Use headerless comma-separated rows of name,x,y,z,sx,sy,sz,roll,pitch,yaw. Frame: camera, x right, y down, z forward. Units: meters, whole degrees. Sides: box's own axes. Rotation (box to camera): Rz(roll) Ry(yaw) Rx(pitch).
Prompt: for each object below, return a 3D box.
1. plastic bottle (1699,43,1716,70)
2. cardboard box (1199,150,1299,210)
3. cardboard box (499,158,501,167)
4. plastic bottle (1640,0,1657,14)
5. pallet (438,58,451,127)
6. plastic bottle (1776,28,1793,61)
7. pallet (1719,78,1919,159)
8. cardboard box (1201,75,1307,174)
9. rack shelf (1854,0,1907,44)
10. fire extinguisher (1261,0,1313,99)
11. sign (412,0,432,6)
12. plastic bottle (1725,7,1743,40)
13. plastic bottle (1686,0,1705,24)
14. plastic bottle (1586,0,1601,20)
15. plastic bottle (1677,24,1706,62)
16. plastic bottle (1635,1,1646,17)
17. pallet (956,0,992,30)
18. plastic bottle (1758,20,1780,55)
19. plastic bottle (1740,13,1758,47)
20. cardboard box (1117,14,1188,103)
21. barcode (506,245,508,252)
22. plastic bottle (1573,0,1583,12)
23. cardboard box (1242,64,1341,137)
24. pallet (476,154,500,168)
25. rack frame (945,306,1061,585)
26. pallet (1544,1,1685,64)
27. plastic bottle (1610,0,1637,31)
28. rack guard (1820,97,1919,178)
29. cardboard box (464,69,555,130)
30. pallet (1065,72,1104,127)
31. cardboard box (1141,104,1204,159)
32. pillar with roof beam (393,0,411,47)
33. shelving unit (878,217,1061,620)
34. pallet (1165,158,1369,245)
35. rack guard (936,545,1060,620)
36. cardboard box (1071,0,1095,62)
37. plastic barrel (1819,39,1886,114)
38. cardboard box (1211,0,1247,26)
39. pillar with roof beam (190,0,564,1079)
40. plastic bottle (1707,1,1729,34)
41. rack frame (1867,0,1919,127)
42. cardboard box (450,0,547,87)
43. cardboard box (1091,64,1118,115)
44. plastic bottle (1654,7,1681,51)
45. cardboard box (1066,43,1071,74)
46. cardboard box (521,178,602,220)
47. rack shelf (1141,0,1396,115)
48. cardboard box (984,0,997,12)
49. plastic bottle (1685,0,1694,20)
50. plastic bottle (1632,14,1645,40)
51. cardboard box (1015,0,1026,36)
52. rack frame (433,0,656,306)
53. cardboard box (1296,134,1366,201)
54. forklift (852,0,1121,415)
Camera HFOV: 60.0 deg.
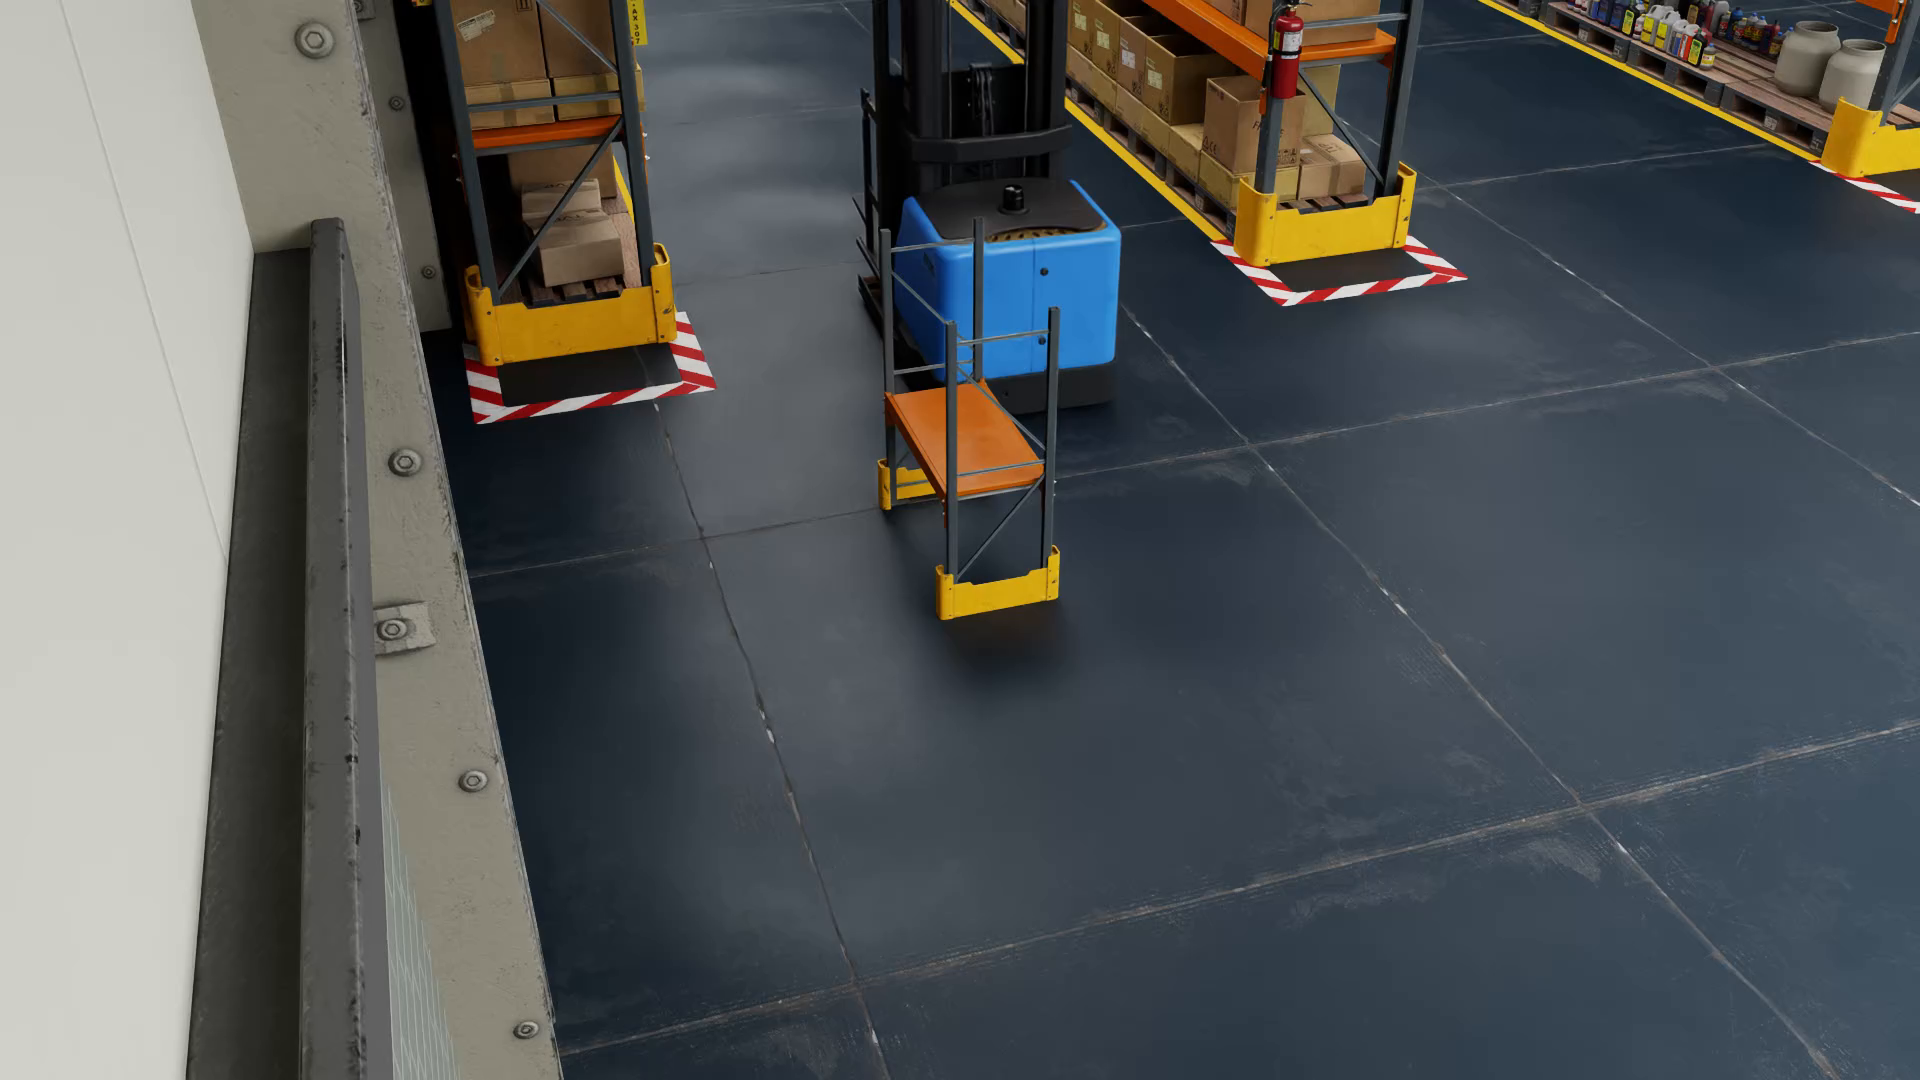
plastic bottle,6.168,-3.986,13.701,0.097,0.201,0.097,0,33,0
cardboard box,1.982,-2.508,11.438,0.500,0.250,0.500,-10,35,-15
cardboard box,-3.041,-2.665,11.749,0.380,0.149,0.250,-13,36,-19
plastic bottle,6.259,-4.944,15.015,0.144,0.351,0.185,-10,35,-15
pallet,-3.749,-3.759,13.747,1.003,0.211,1.213,-10,35,-15
plastic bottle,6.889,-4.129,13.854,0.097,0.271,0.097,0,33,0
pallet,6.835,-3.376,13.167,1.003,0.211,1.213,-10,35,-15
cardboard box,1.980,-2.821,11.231,0.500,0.500,0.500,-10,35,-15
rack shelf,6.535,-4.829,13.490,1.077,0.370,4.000,-10,35,-15
fire extinguisher,2.021,-3.076,10.254,0.296,0.674,0.183,-10,35,-15
sign,-2.824,-2.946,8.650,0.100,0.325,0.005,-10,35,-15
plastic bottle,6.692,-4.468,14.366,0.097,0.271,0.097,0,33,0
plastic bottle,6.463,-4.639,14.615,0.061,0.283,0.133,-10,35,-15
plastic bottle,5.730,-4.821,14.896,0.152,0.276,0.135,-9,34,-13
plastic bottle,6.117,-4.154,13.887,0.152,0.276,0.135,-10,35,-14
plastic bottle,5.914,-4.561,14.508,0.097,0.271,0.097,0,33,0
pallet,0.569,-5.207,15.939,1.003,0.211,1.213,-10,35,-15
plastic bottle,6.837,-4.256,14.035,0.061,0.283,0.133,-9,35,-14
plastic bottle,6.754,-4.362,14.205,0.097,0.271,0.097,0,33,0
cardboard box,1.510,-3.606,12.420,0.500,0.500,0.500,-10,35,-15
barcode,-2.801,-1.800,10.284,0.001,0.075,0.075,-10,35,-15
plastic bottle,5.636,-4.901,15.086,0.097,0.201,0.097,0,33,0
cardboard box,2.321,-3.171,11.760,0.500,0.500,0.500,-10,35,-15
pallet,-3.271,-3.004,12.604,1.003,0.211,1.213,-10,35,-15
rack frame,0.181,-0.314,7.365,0.500,1.500,0.032,-10,35,-15
pallet,6.090,-4.657,15.106,1.003,0.211,1.213,-10,35,-15
plastic bottle,5.834,-4.665,14.593,0.144,0.351,0.185,-11,35,-17
rack guard,7.077,-3.069,12.440,1.175,0.500,0.348,-10,35,-15
cardboard box,-2.617,-2.572,9.540,0.500,0.250,0.500,-10,35,-14
pallet,1.409,-3.761,13.750,1.003,0.211,1.213,-10,35,-15
cardboard box,1.664,-3.031,12.230,0.500,0.250,0.500,-10,35,-15
pillar with roof beam,-1.057,-9.013,13.727,9.100,9.000,0.400,-10,35,-15
shelving unit,0.023,-0.586,7.776,0.587,1.500,1.083,-10,35,-15
pallet,2.154,-2.480,11.811,1.003,0.211,1.213,-10,35,-15
rack guard,0.175,0.197,7.725,0.587,0.250,0.087,-10,35,-15
cardboard box,1.210,-4.132,13.216,0.500,0.500,0.500,-10,35,-15
plastic barrel,6.872,-3.549,12.776,0.421,0.512,0.421,0,33,0
cardboard box,2.132,-3.812,11.208,0.700,0.500,0.500,-9,35,-13
pillar with roof beam,2.603,-2.712,4.192,9.100,9.000,0.400,-10,35,-15
plastic bottle,6.599,-4.581,14.533,0.152,0.276,0.135,-9,35,-14
rack frame,7.145,-4.080,11.703,1.000,3.000,0.127,-10,35,-15
cardboard box,-2.636,-2.884,9.331,0.500,0.500,0.500,-10,35,-15
cardboard box,1.355,-3.555,13.023,0.500,0.250,0.500,-10,35,-15
plastic bottle,6.020,-4.345,14.108,0.144,0.351,0.185,-9,34,-13
cardboard box,1.059,-4.082,13.820,0.500,0.250,0.500,-10,35,-15
cardboard box,-2.589,-2.153,10.827,0.500,0.311,0.500,-7,34,-11
rack shelf,1.817,-3.998,12.233,1.077,0.370,4.000,-10,35,-15
cardboard box,0.495,-5.080,15.330,0.500,0.250,0.500,-9,35,-14
plastic bottle,6.544,-4.761,14.799,0.061,0.283,0.133,-8,34,-12
plastic bottle,5.898,-4.450,14.403,0.097,0.201,0.097,0,33,0
cardboard box,0.804,-4.546,14.521,0.500,0.250,0.500,-10,35,-15
rack frame,-2.290,-2.414,9.182,1.000,3.000,0.127,-10,35,-15
cardboard box,2.475,-2.596,11.570,0.500,0.250,0.500,-10,35,-15
forklift,-0.011,-2.670,9.633,1.130,2.935,3.031,-9,34,-13
